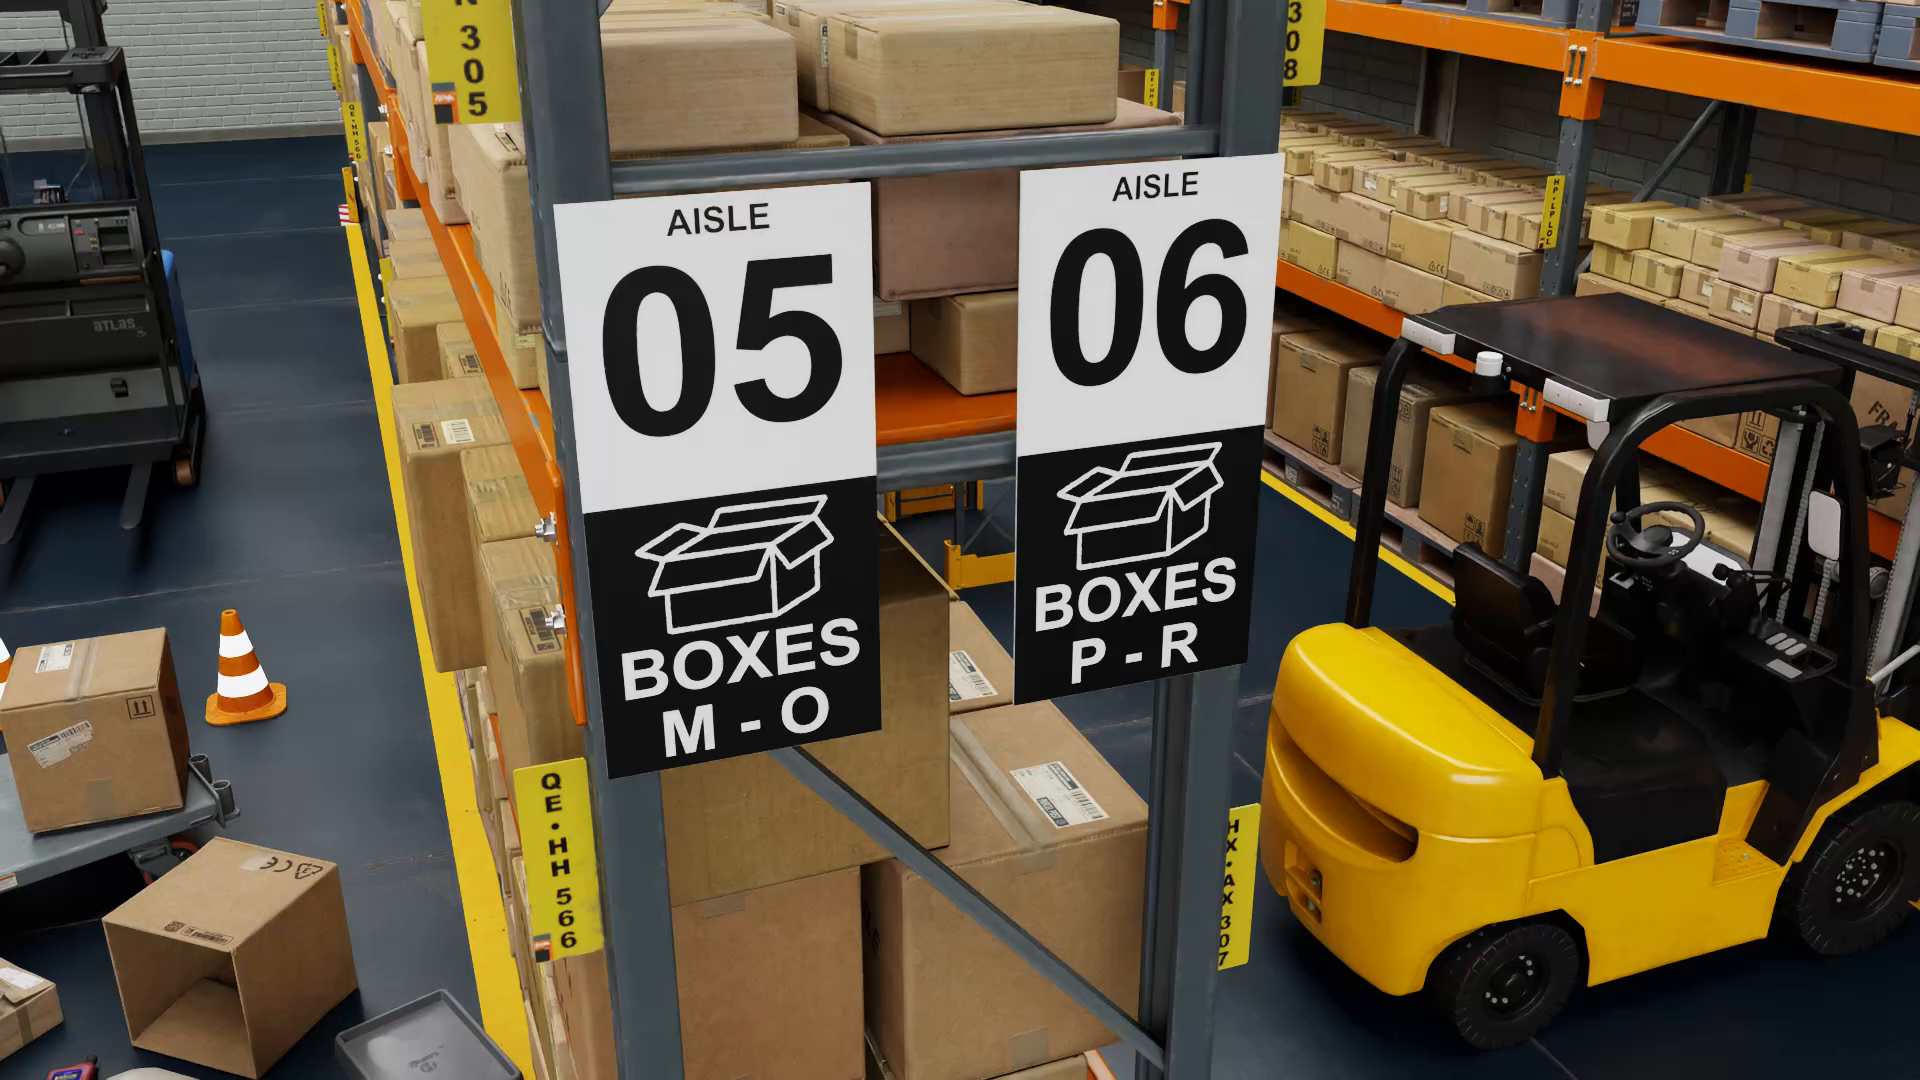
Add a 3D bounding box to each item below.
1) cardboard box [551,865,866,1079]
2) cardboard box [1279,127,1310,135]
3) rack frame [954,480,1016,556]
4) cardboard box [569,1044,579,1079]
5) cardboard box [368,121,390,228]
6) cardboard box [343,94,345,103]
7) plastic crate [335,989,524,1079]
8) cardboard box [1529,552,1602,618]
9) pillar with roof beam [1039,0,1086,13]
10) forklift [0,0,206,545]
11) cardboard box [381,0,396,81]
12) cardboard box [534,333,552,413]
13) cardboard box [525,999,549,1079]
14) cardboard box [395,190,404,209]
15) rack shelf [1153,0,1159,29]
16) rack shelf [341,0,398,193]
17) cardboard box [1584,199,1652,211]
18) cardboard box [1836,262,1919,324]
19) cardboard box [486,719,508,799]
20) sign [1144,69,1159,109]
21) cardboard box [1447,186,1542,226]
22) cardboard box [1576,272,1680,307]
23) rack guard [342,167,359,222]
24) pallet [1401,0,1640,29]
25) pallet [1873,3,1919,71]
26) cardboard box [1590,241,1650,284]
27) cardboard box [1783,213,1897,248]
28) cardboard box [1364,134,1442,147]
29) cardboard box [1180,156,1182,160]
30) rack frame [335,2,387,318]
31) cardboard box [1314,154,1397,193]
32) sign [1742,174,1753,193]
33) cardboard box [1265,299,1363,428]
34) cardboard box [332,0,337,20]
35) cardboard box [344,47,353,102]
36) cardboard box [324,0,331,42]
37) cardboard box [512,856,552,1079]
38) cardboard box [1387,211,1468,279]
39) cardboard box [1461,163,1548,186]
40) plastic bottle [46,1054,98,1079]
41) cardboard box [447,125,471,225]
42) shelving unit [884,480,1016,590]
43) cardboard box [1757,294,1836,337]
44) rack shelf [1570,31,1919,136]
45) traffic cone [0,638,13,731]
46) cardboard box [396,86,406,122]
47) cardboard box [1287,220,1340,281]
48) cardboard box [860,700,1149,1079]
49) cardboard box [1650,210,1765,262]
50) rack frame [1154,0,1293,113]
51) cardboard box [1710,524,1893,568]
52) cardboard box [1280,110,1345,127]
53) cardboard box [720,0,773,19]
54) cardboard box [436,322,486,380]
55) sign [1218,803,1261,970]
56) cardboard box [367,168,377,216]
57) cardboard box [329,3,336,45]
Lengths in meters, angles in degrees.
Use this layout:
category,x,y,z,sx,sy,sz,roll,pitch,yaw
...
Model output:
category,x,y,z,sx,sy,sz,roll,pitch,yaw
cardboard box,-0.498,0.731,3.141,0.500,0.500,0.500,-9,24,-20
cardboard box,1.919,-2.424,10.176,0.380,0.149,0.250,-8,24,-18
rack frame,0.210,-0.475,8.447,0.500,1.500,0.032,-8,24,-19
cardboard box,-0.574,1.006,3.324,0.380,0.149,0.250,-9,24,-20
cardboard box,-2.932,-2.014,9.115,0.500,0.500,0.500,-9,24,-20
cardboard box,-4.396,-3.249,12.646,0.500,0.250,0.500,-9,24,-21
plastic crate,-1.674,1.649,5.235,0.402,0.080,0.583,-18,29,-37
cardboard box,3.042,0.233,7.835,0.500,0.250,0.500,-8,24,-18
pillar with roof beam,-3.076,-6.519,13.131,9.100,9.000,0.400,-8,24,-19
forklift,-5.228,-1.716,9.548,1.130,2.935,3.031,-8,24,-19
cardboard box,-1.371,-1.446,4.767,0.500,0.250,0.500,-9,24,-19
cardboard box,-0.436,-0.284,2.523,0.380,0.149,0.250,-8,24,-19
cardboard box,-0.951,1.512,4.800,0.500,0.250,0.500,-9,25,-21
cardboard box,-2.192,-1.261,7.327,0.500,0.500,0.500,-7,24,-17
rack shelf,1.061,-4.293,12.637,1.077,0.370,4.000,-8,24,-19
rack shelf,-2.168,-2.157,7.570,1.077,0.370,4.000,-8,24,-19
cardboard box,3.257,-1.564,8.135,0.380,0.149,0.250,-9,24,-20
cardboard box,3.545,-0.930,6.248,0.380,0.149,0.250,-8,24,-19
cardboard box,-1.237,0.638,5.072,0.380,0.149,0.250,-7,24,-16
sign,1.263,-2.935,10.962,0.100,0.325,0.005,-8,24,-19
cardboard box,2.707,-1.688,8.429,0.380,0.149,0.250,-8,24,-19
cardboard box,3.093,-0.911,7.421,0.500,0.500,0.500,-9,24,-20
rack guard,-5.709,-3.597,17.140,1.175,0.500,0.348,-8,24,-19
pallet,2.857,-2.675,8.118,0.805,0.209,1.217,-9,25,-21
pallet,3.934,-1.655,5.565,1.003,0.211,1.213,-8,24,-19
cardboard box,3.047,-1.255,7.402,0.380,0.149,0.250,-9,24,-20
cardboard box,3.732,-1.278,7.074,0.380,0.149,0.250,-9,24,-19
cardboard box,2.641,-2.323,9.936,0.380,0.149,0.250,-9,24,-20
cardboard box,1.673,-2.478,10.818,0.500,0.250,0.500,-8,24,-19
rack frame,-4.288,-3.286,13.185,1.000,3.000,0.127,-8,24,-19
cardboard box,2.207,-2.047,9.280,0.380,0.149,0.250,-9,24,-20
sign,3.699,-1.574,7.906,0.100,0.325,0.005,-8,24,-19
cardboard box,2.213,-1.150,10.633,0.875,0.625,0.625,-8,24,-17
cardboard box,-4.694,-4.160,13.007,0.380,0.149,0.250,-9,24,-20
cardboard box,-3.832,-3.043,11.192,0.500,0.500,0.500,-9,24,-20
cardboard box,-5.798,-5.033,15.913,0.500,0.500,0.500,-9,24,-20
cardboard box,-0.935,1.173,4.639,0.500,0.500,0.500,-9,24,-20
cardboard box,2.580,-1.552,8.621,0.500,0.250,0.500,-9,24,-20
cardboard box,2.950,-1.944,9.035,0.380,0.149,0.250,-8,24,-19
plastic bottle,-2.760,1.701,5.136,0.133,0.061,0.283,-4,23,-10
cardboard box,-0.645,-0.710,3.021,0.500,0.250,0.500,-9,24,-20
shelving unit,0.027,-0.663,8.893,0.587,1.500,1.083,-8,24,-19
cardboard box,3.367,-0.875,6.500,0.380,0.149,0.250,-9,24,-20
rack shelf,3.887,-1.386,5.741,1.077,0.370,4.000,-8,24,-19
traffic cone,-4.247,0.563,7.319,0.336,0.463,0.334,-8,24,-19
cardboard box,-1.543,-1.396,5.161,0.380,0.149,0.250,-8,24,-19
cardboard box,2.239,-1.693,9.598,0.500,0.250,0.500,-8,24,-17
cardboard box,0.044,0.681,3.262,0.500,0.500,0.500,-9,24,-20
cardboard box,3.209,-1.307,7.143,0.380,0.149,0.250,-8,24,-18
rack frame,1.768,-2.515,11.356,1.000,3.000,0.127,-8,24,-19
cardboard box,3.416,0.136,6.777,0.500,0.250,0.500,-7,24,-17
cardboard box,2.269,-2.690,10.807,0.380,0.149,0.250,-8,24,-18
cardboard box,-0.314,-1.084,3.395,0.380,0.149,0.250,-8,24,-19
cardboard box,-0.928,-0.282,4.258,0.700,0.500,0.500,-9,24,-19
sign,0.459,0.600,2.849,0.100,0.325,0.005,-8,24,-19
cardboard box,-3.283,-2.135,10.004,0.500,0.250,0.500,-8,24,-19
cardboard box,-5.073,-4.296,14.164,0.500,0.500,0.500,-8,24,-18
